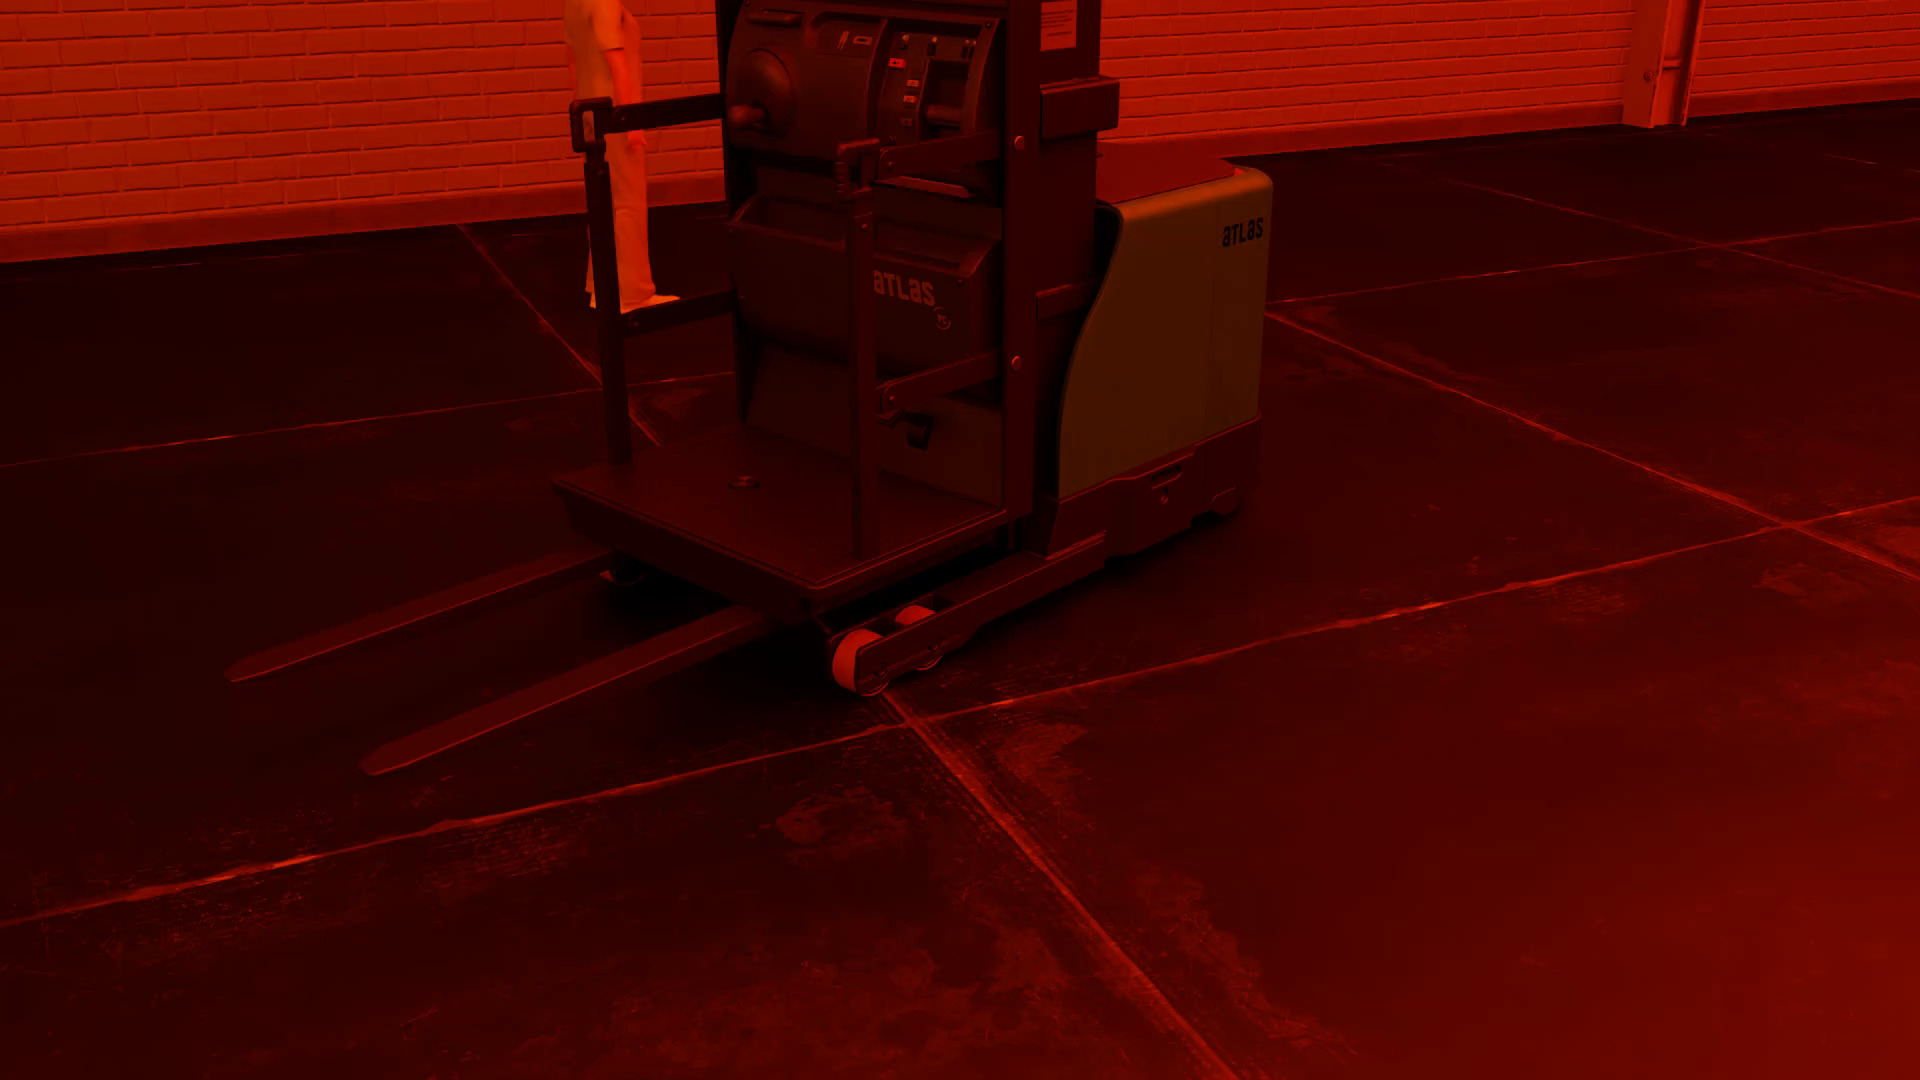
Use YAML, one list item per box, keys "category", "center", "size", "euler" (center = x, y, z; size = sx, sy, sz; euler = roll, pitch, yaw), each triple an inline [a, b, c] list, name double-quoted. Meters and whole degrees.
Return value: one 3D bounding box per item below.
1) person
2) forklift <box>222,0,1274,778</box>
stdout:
- category: "person"
  center: [-1.552, -1.844, 7.367]
  size: [0.379, 1.671, 0.436]
  euler: [-17, 28, -35]
- category: "forklift"
  center: [-0.413, -1.182, 4.131]
  size: [1.130, 2.935, 3.031]
  euler: [19, 29, 39]
